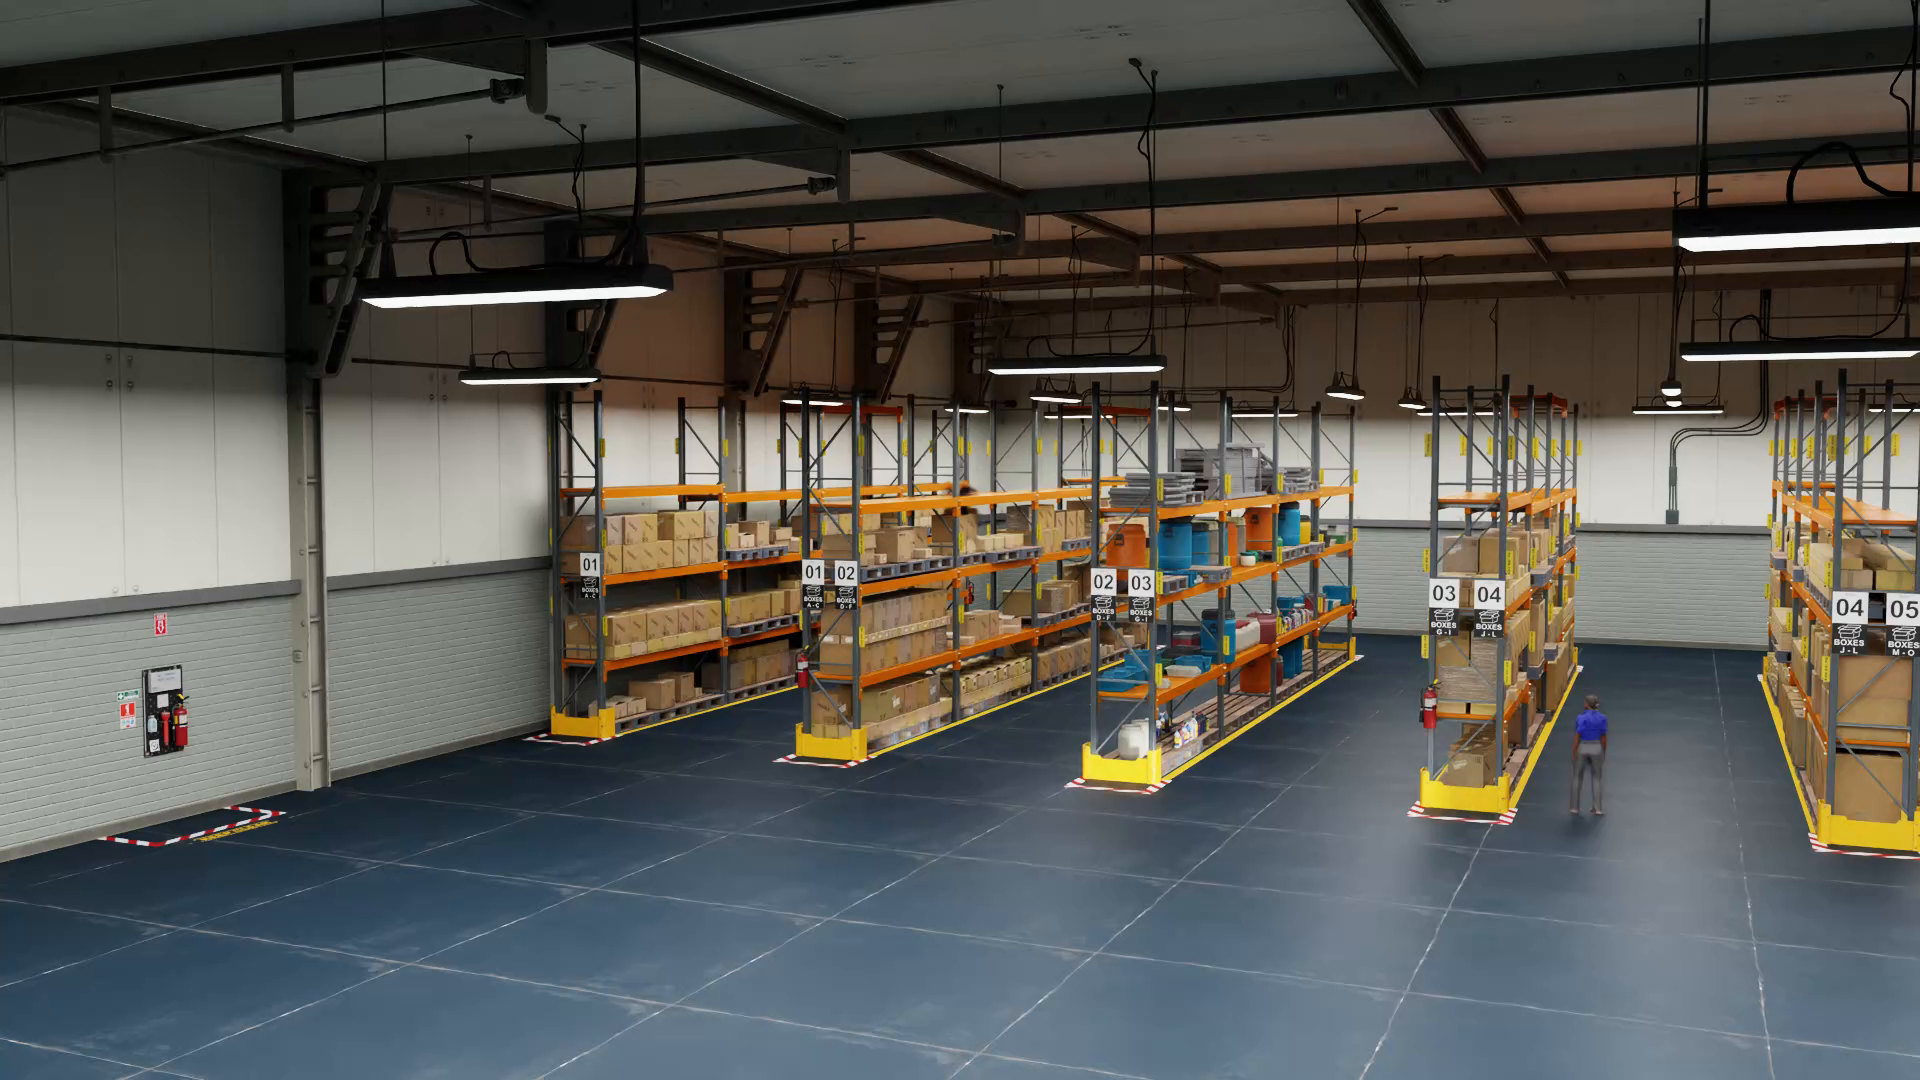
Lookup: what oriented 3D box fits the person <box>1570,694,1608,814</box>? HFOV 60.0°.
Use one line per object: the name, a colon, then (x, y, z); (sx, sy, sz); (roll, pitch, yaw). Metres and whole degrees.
person: (8.612, 2.984, 22.761); (0.468, 1.558, 0.409); (1, 3, 18)
